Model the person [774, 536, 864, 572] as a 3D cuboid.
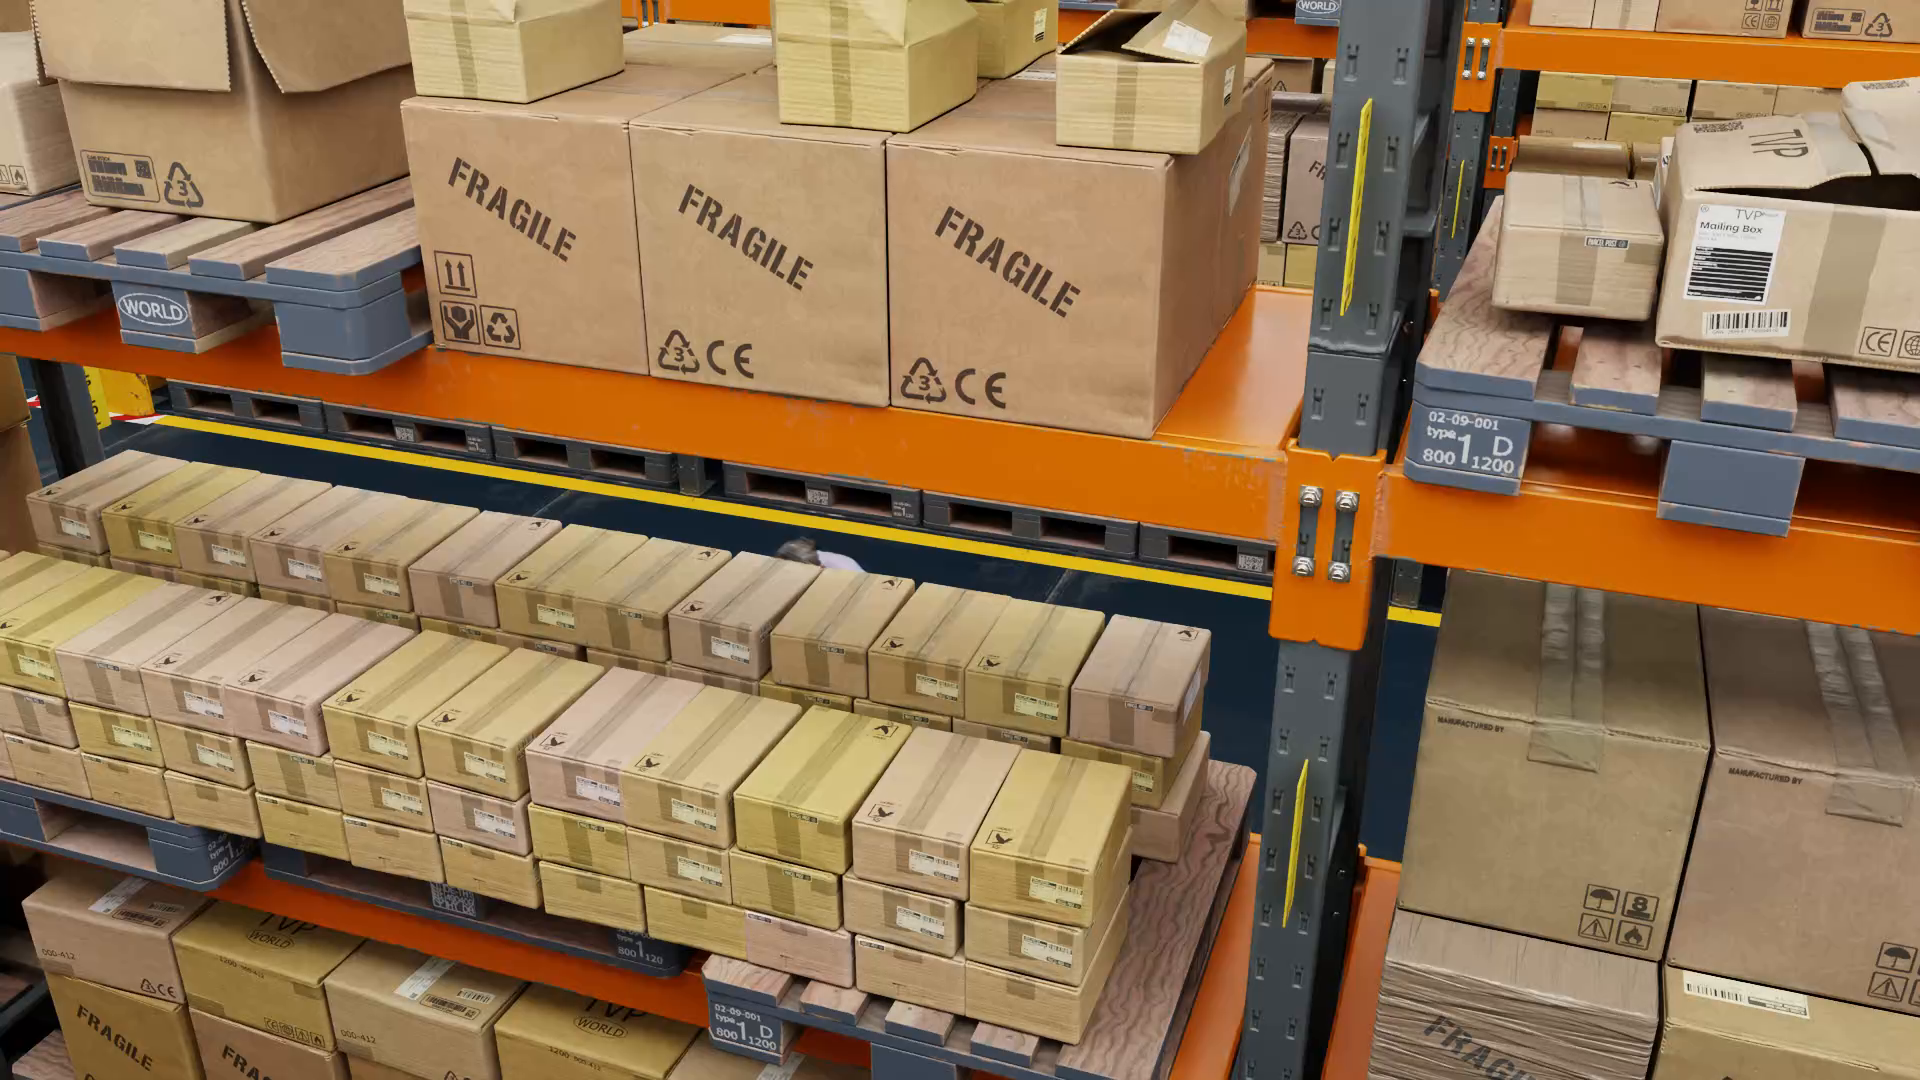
[{"bbox_3d":[-0.497,0.513,6.372,0.451,1.394,0.765,8,27,16],"label":"person"}]
